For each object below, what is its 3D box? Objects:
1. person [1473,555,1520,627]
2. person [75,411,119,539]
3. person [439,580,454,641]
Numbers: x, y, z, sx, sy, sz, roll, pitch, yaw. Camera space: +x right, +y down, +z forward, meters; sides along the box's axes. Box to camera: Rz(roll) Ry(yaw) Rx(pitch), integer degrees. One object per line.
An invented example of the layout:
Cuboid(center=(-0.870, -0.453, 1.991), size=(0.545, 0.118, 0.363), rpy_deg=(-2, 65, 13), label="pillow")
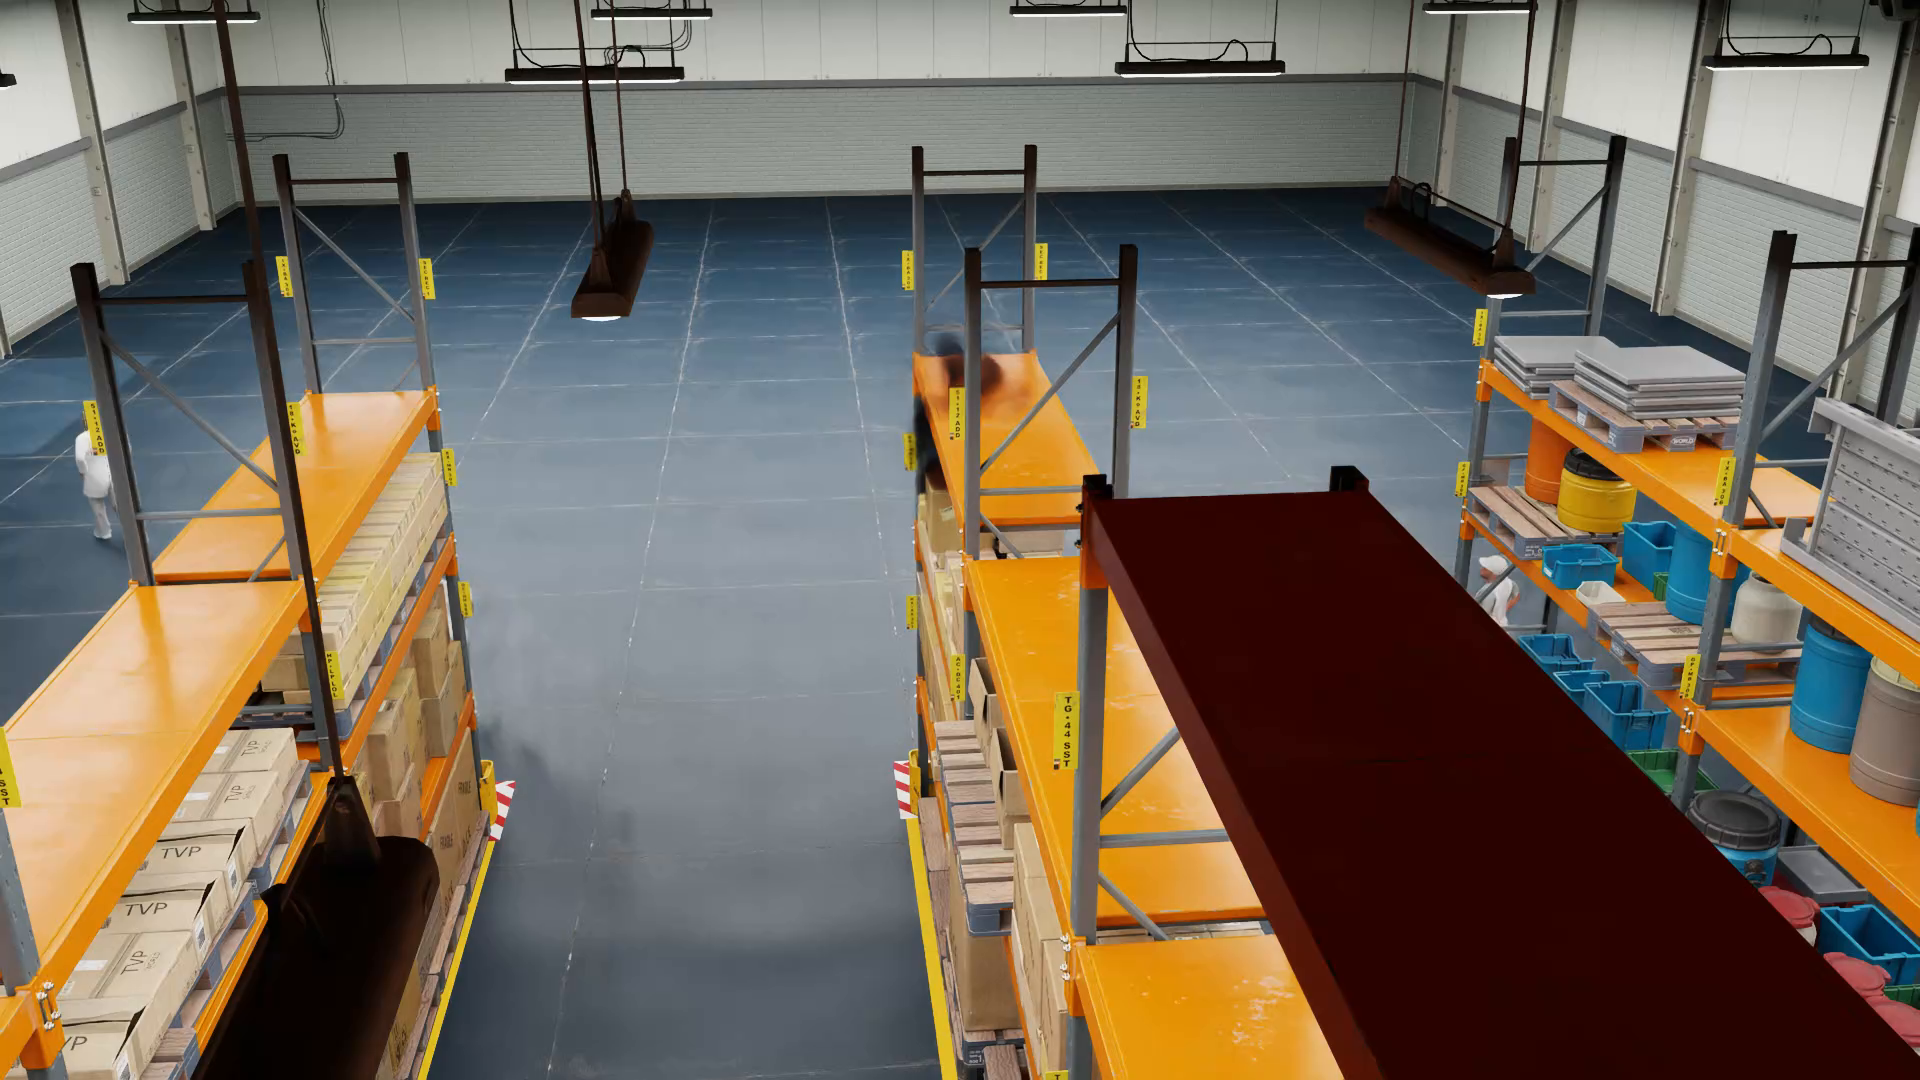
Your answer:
Cuboid(center=(5.397, 0.957, 16.931), size=(0.700, 1.749, 0.720), rpy_deg=(17, 27, 37), label="person")
Cuboid(center=(-10.920, -0.804, 21.184), size=(0.985, 1.764, 0.719), rpy_deg=(15, 26, 34), label="person")
Cuboid(center=(-5.292, 1.013, 16.911), size=(0.608, 1.647, 0.661), rpy_deg=(-17, 27, -37), label="person")
